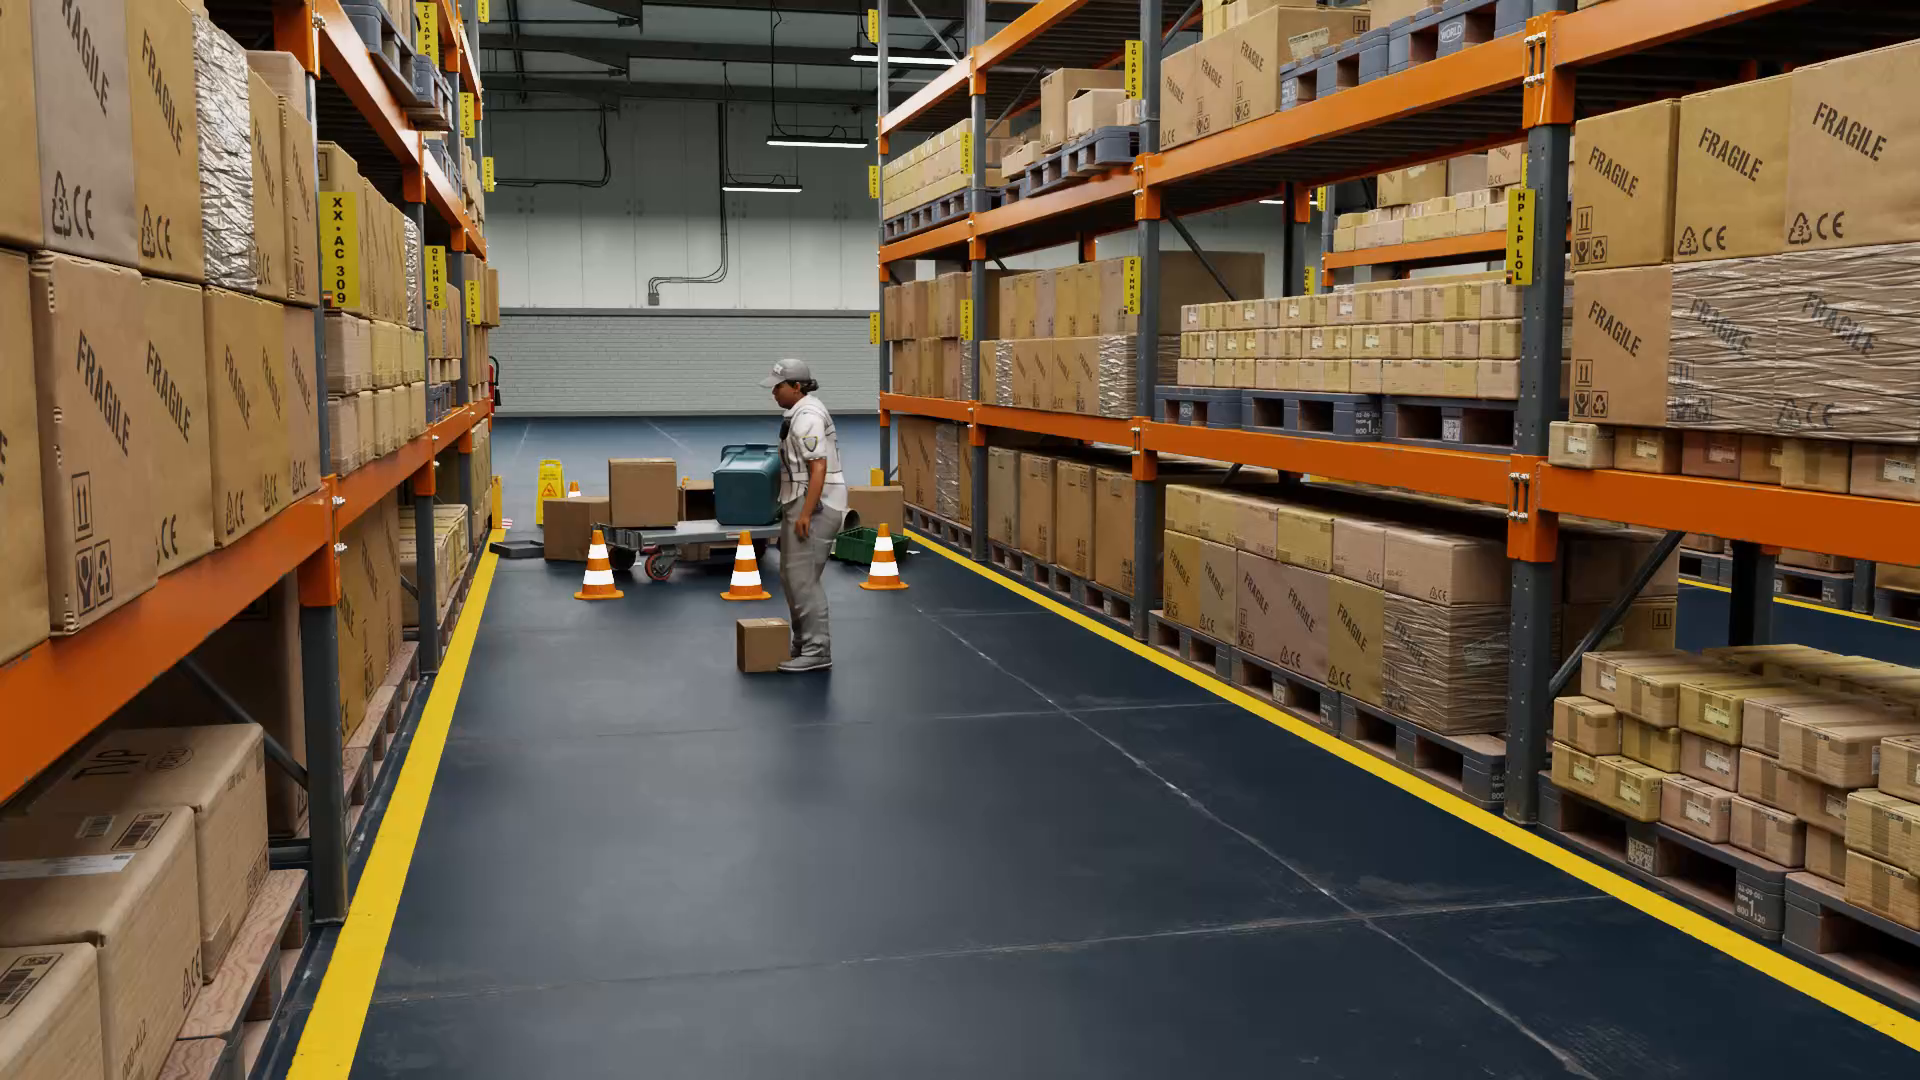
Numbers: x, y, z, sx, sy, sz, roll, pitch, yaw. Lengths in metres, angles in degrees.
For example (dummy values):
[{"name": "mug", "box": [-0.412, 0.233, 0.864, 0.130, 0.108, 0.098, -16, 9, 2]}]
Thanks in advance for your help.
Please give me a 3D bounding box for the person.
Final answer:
[{"name": "person", "box": [2.130, -4.625, 30.035, 16.101, 6.001, 40.828, -1, 6, -13]}]
